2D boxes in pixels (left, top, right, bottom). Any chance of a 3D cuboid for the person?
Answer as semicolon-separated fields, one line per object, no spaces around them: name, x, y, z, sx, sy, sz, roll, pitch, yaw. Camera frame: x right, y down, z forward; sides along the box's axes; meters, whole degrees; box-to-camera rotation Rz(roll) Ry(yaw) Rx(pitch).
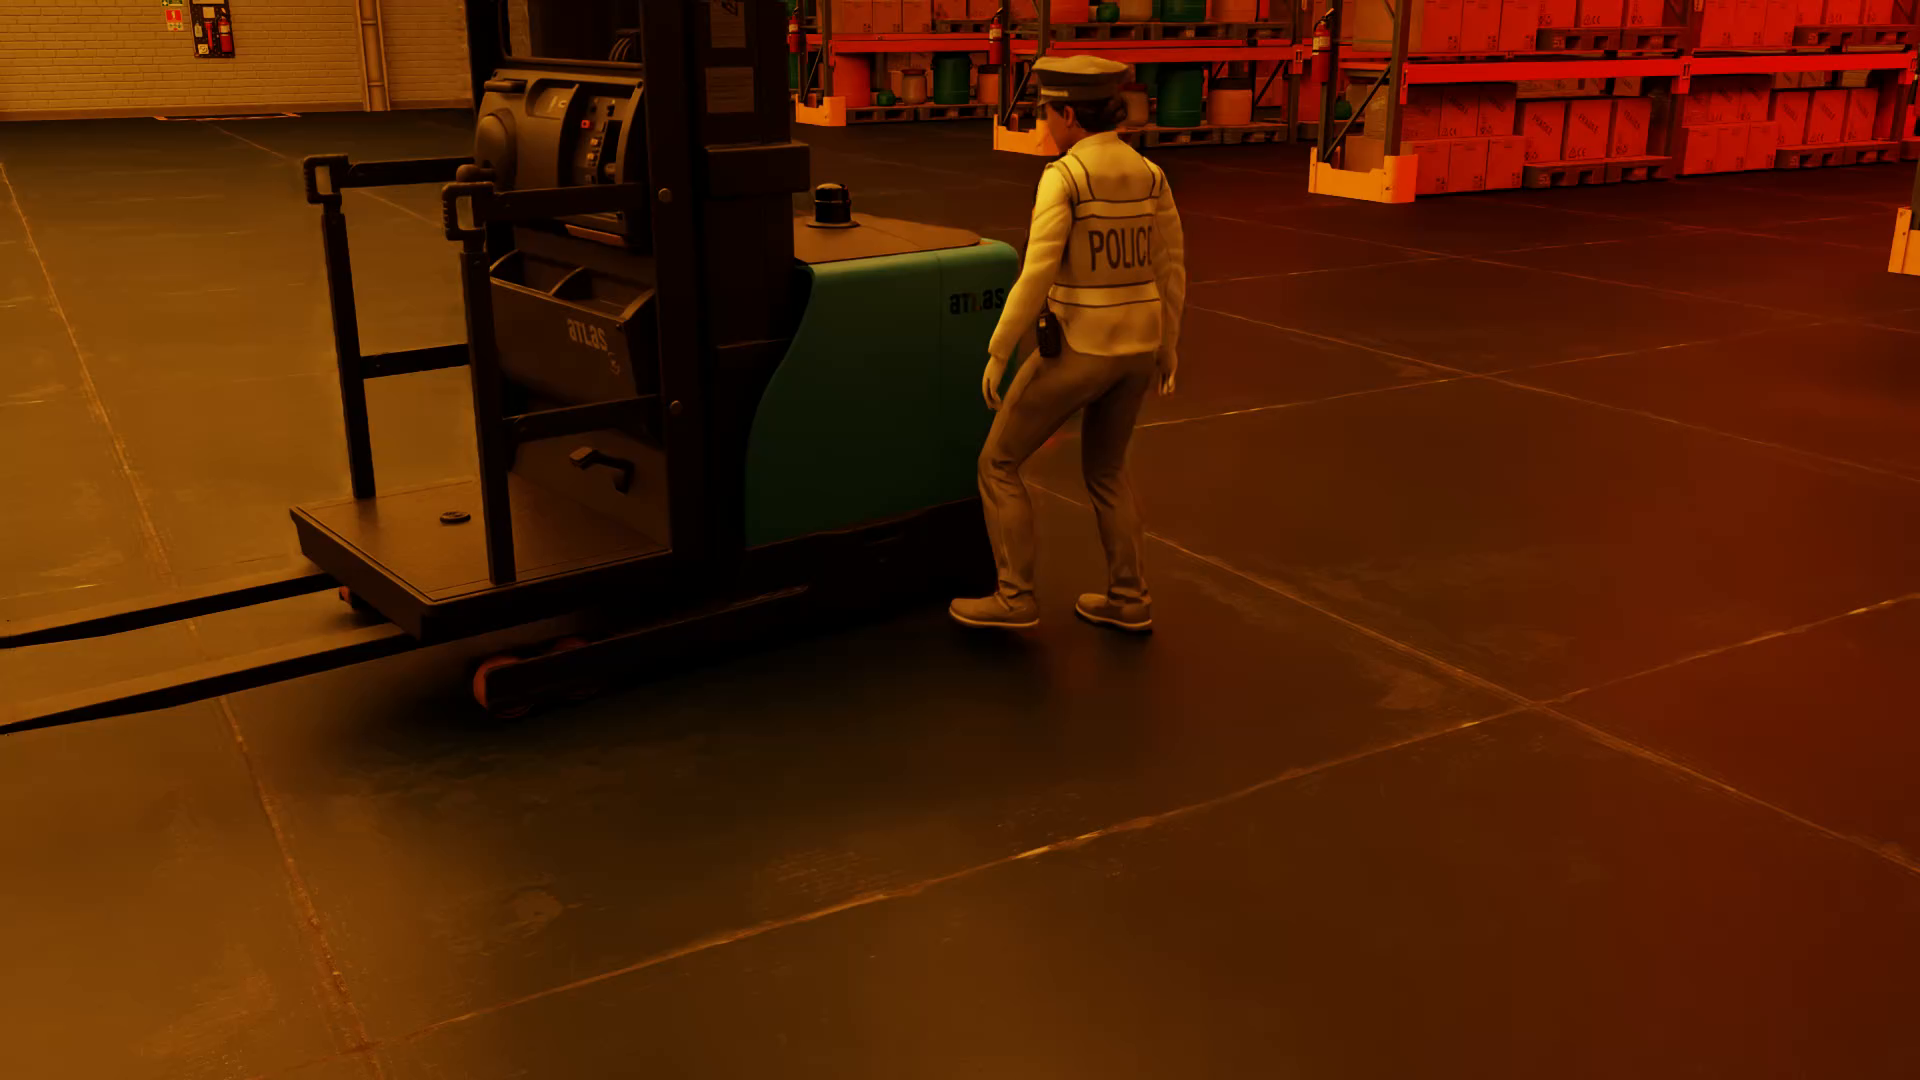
person;0.333;-0.526;4.726;0.693;1.640;0.436;-15;23;-39

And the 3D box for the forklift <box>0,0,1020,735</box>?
forklift;-1.270;-1.113;4.437;3.031;2.935;1.130;-14;22;-36
